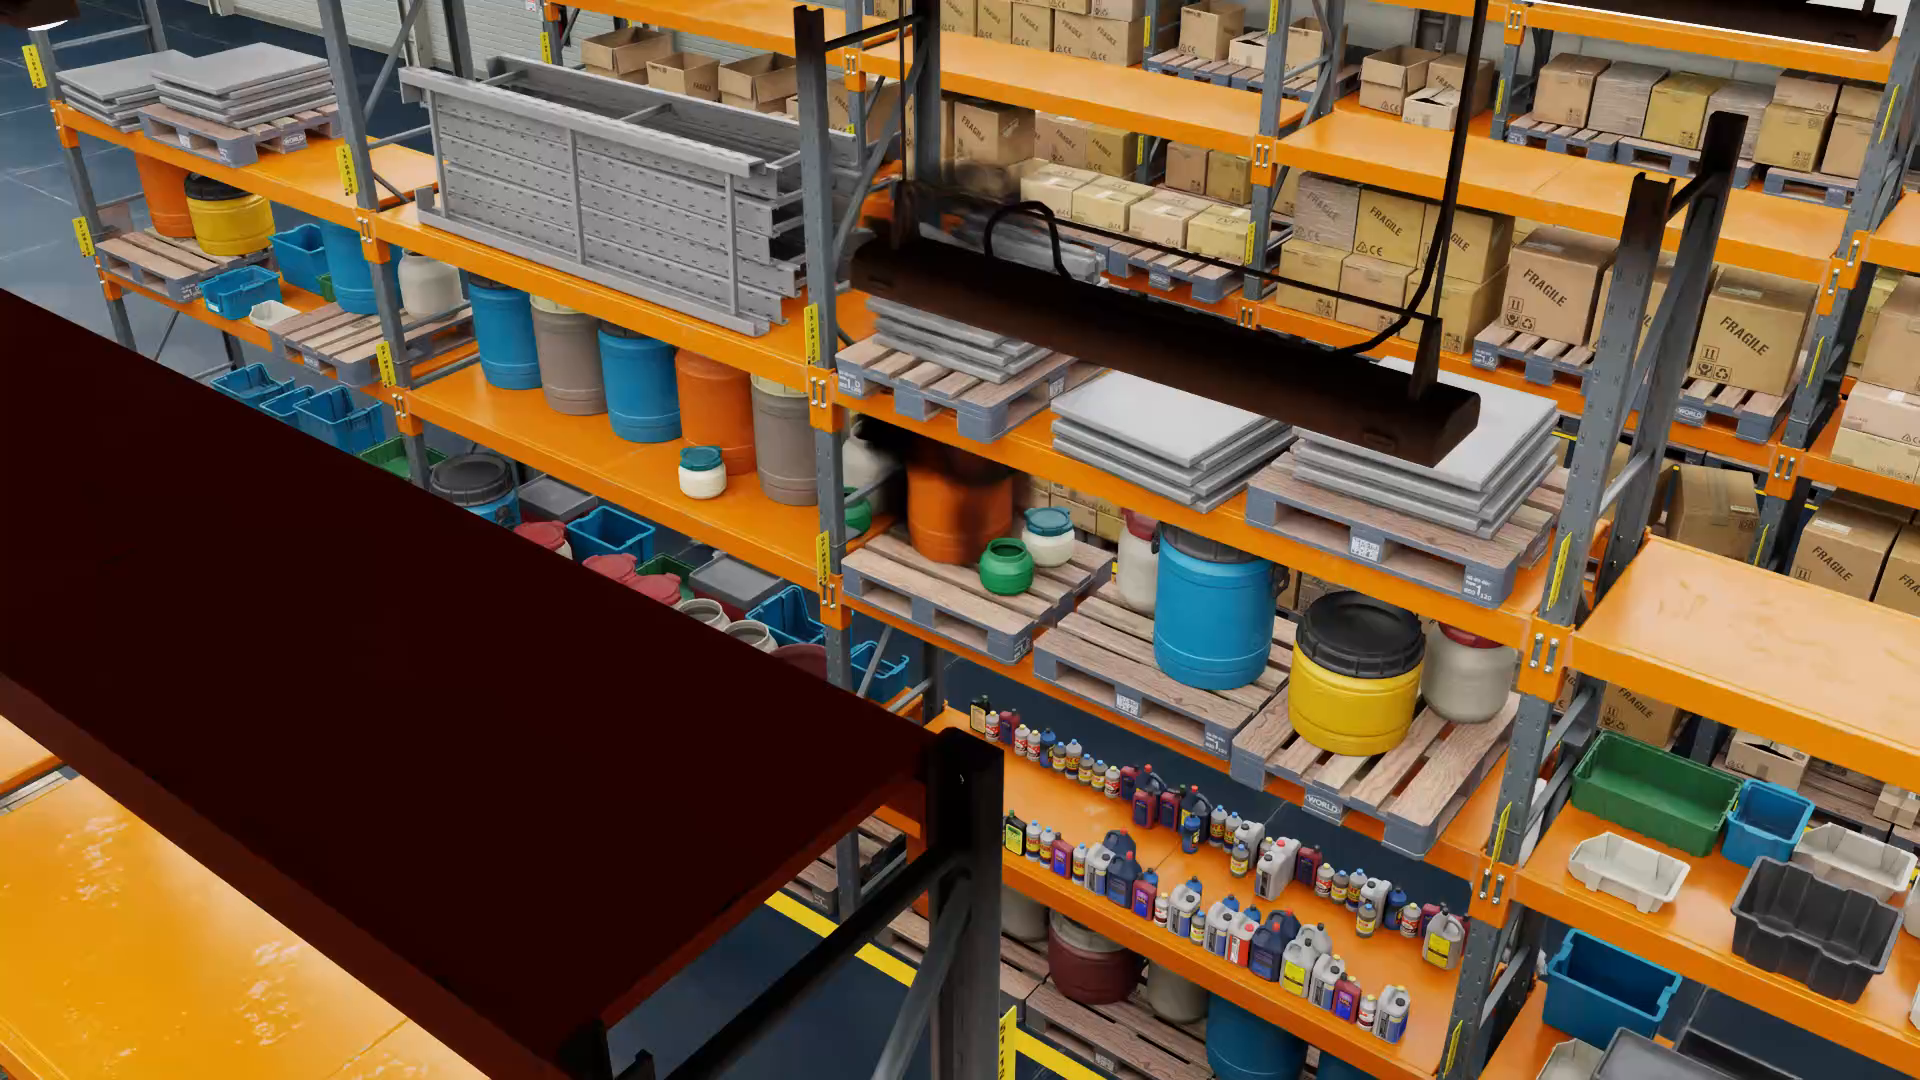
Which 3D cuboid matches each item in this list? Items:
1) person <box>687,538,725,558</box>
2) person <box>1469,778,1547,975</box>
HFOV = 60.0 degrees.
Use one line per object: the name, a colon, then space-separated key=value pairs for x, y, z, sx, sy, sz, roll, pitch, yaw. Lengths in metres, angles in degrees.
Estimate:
person: x=-2.396 y=-0.577 z=14.817 sx=0.786 sy=1.559 sz=0.563 roll=-4 pitch=32 yaw=-7
person: x=3.350 y=1.959 z=10.116 sx=0.708 sy=1.794 sz=0.656 roll=-27 pitch=41 yaw=-37
